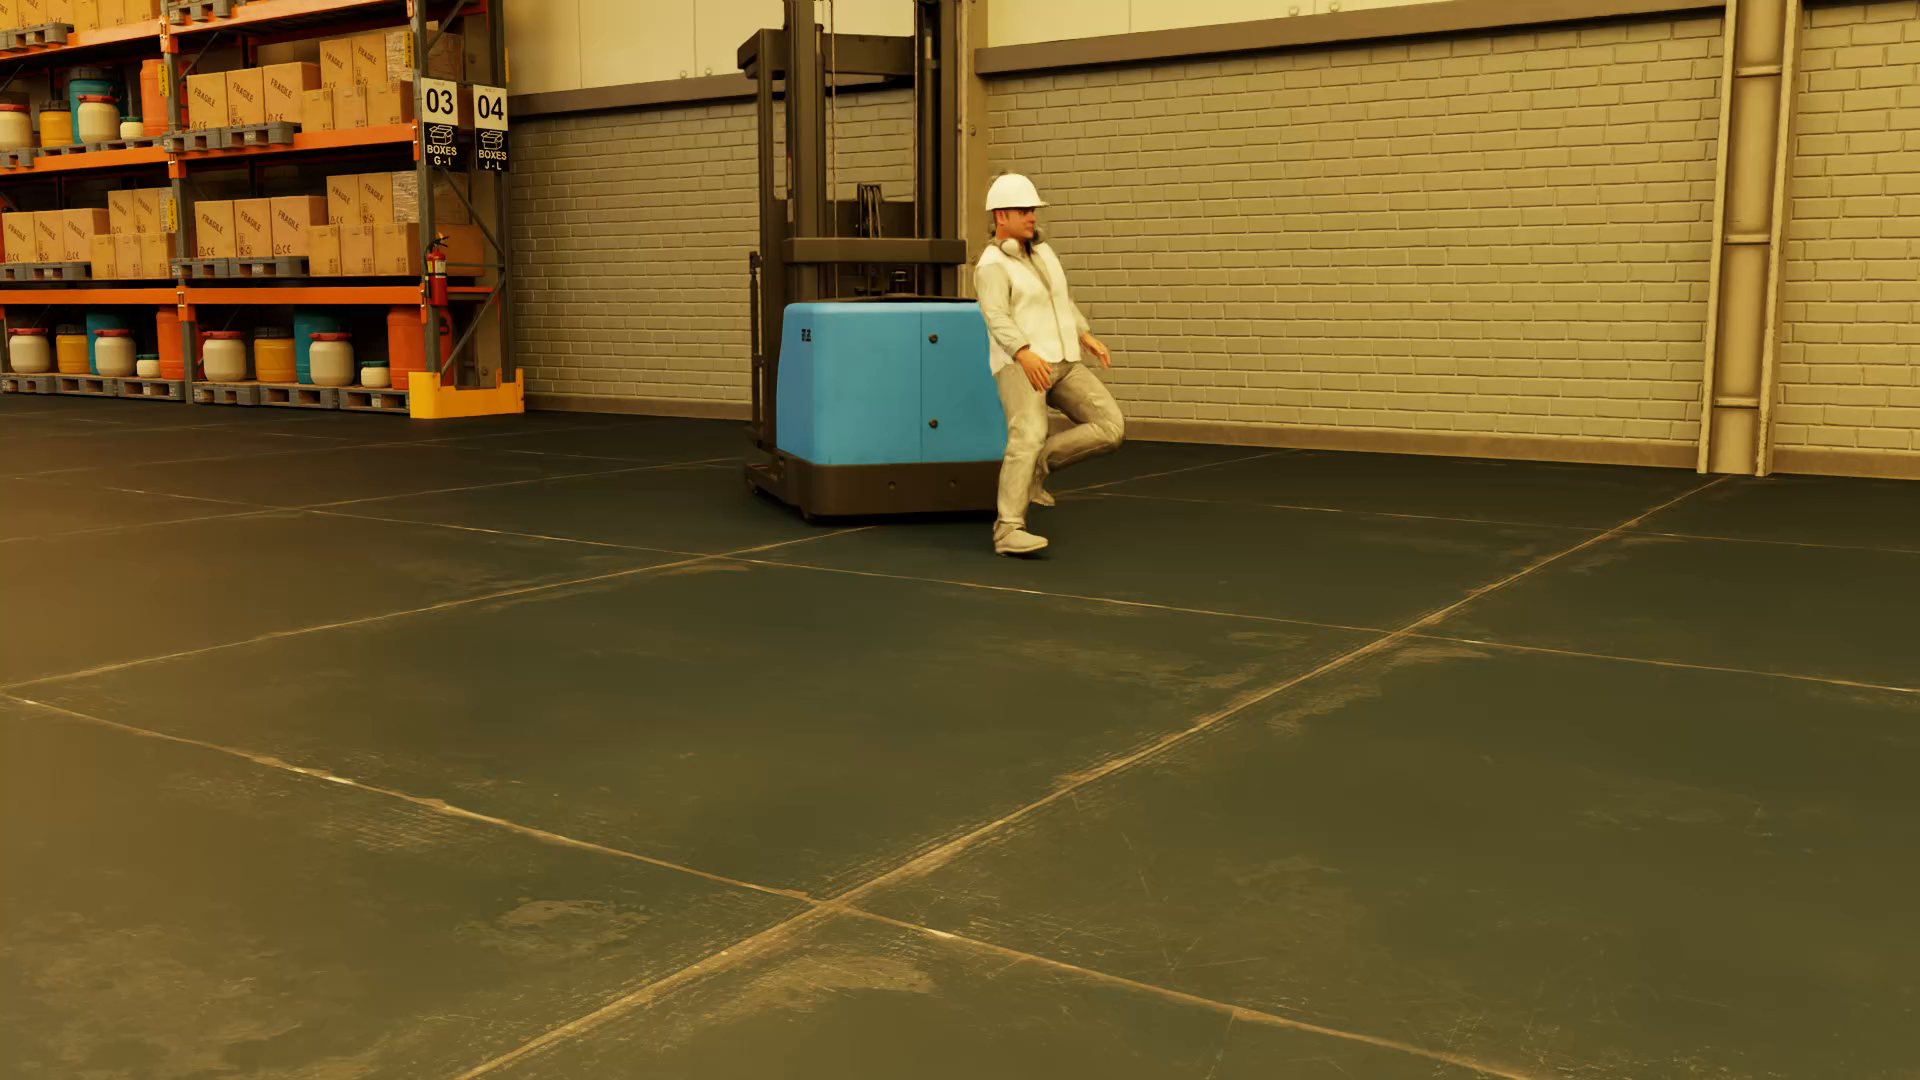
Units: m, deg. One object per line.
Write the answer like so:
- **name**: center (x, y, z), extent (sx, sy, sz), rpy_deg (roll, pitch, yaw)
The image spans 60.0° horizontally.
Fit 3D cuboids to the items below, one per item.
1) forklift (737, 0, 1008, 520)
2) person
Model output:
- **forklift**: center (-0.617, -1.717, 9.270), extent (1.130, 2.935, 3.031), rpy_deg (-2, 8, -17)
- **person**: center (0.359, -0.785, 7.349), extent (0.778, 1.644, 0.695), rpy_deg (-8, 11, -43)
